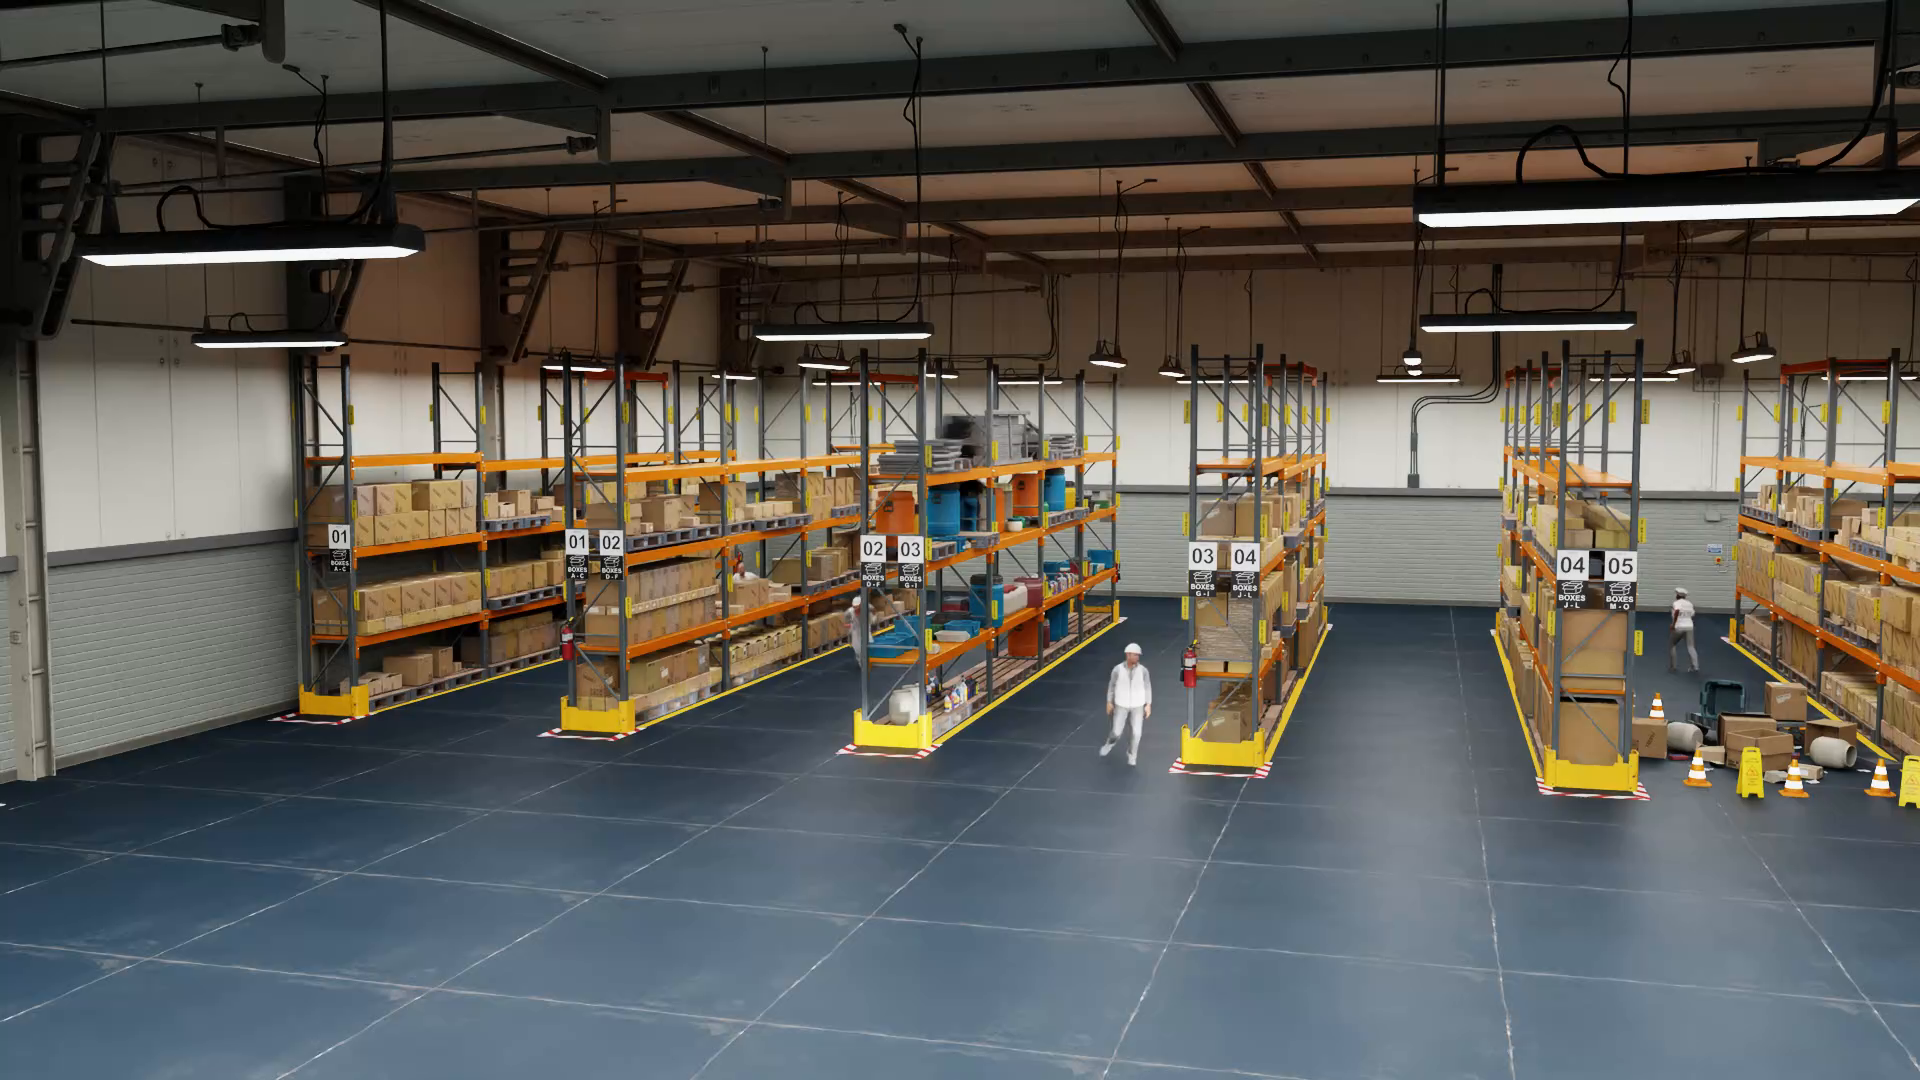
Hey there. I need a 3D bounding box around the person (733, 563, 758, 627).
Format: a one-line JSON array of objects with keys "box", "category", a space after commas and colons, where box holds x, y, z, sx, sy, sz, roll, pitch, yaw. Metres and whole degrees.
[{"box": [-4.874, 1.349, 37.664, 0.704, 1.663, 0.858, 0, 4, 6], "category": "person"}]

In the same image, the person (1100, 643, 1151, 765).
[{"box": [2.370, 2.332, 23.801, 0.698, 1.741, 0.571, 0, 4, -1], "category": "person"}]

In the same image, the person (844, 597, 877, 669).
[{"box": [-1.931, 1.818, 32.394, 0.697, 1.490, 0.963, -1, 4, -9], "category": "person"}]

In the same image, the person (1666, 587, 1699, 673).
[{"box": [13.998, 1.769, 32.193, 0.574, 1.659, 0.927, 0, 4, -3], "category": "person"}]
